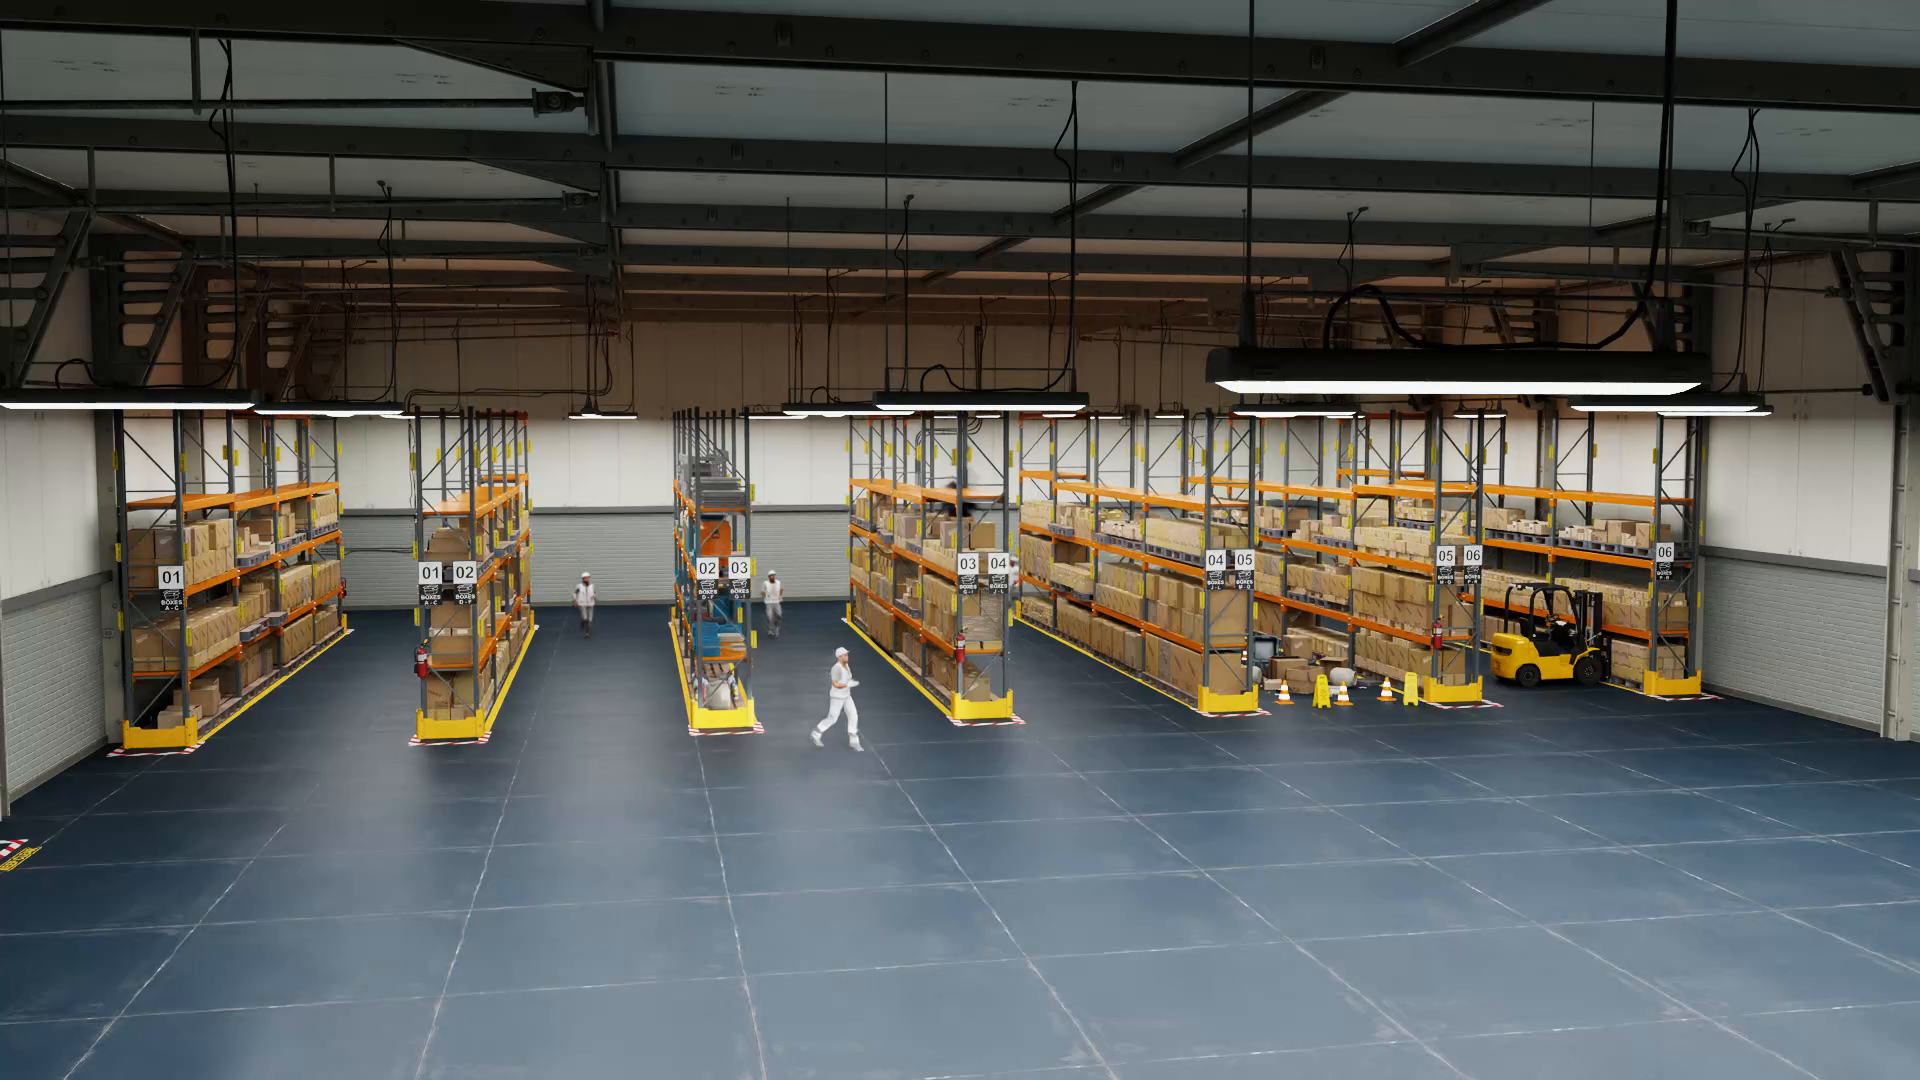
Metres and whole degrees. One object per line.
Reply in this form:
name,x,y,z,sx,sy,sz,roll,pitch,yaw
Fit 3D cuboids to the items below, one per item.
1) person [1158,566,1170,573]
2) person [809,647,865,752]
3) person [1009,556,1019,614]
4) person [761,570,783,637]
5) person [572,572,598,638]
person,6.287,1.277,50.883,0.872,1.714,0.689,0,4,2
person,-2.122,2.768,28.934,0.970,1.820,0.675,2,4,23
person,1.498,1.350,49.434,0.552,1.753,0.777,-2,5,-27
person,-4.973,1.692,44.280,0.645,1.771,0.684,-1,4,-18
person,-9.858,1.722,43.850,0.636,1.729,0.642,-2,5,-28
